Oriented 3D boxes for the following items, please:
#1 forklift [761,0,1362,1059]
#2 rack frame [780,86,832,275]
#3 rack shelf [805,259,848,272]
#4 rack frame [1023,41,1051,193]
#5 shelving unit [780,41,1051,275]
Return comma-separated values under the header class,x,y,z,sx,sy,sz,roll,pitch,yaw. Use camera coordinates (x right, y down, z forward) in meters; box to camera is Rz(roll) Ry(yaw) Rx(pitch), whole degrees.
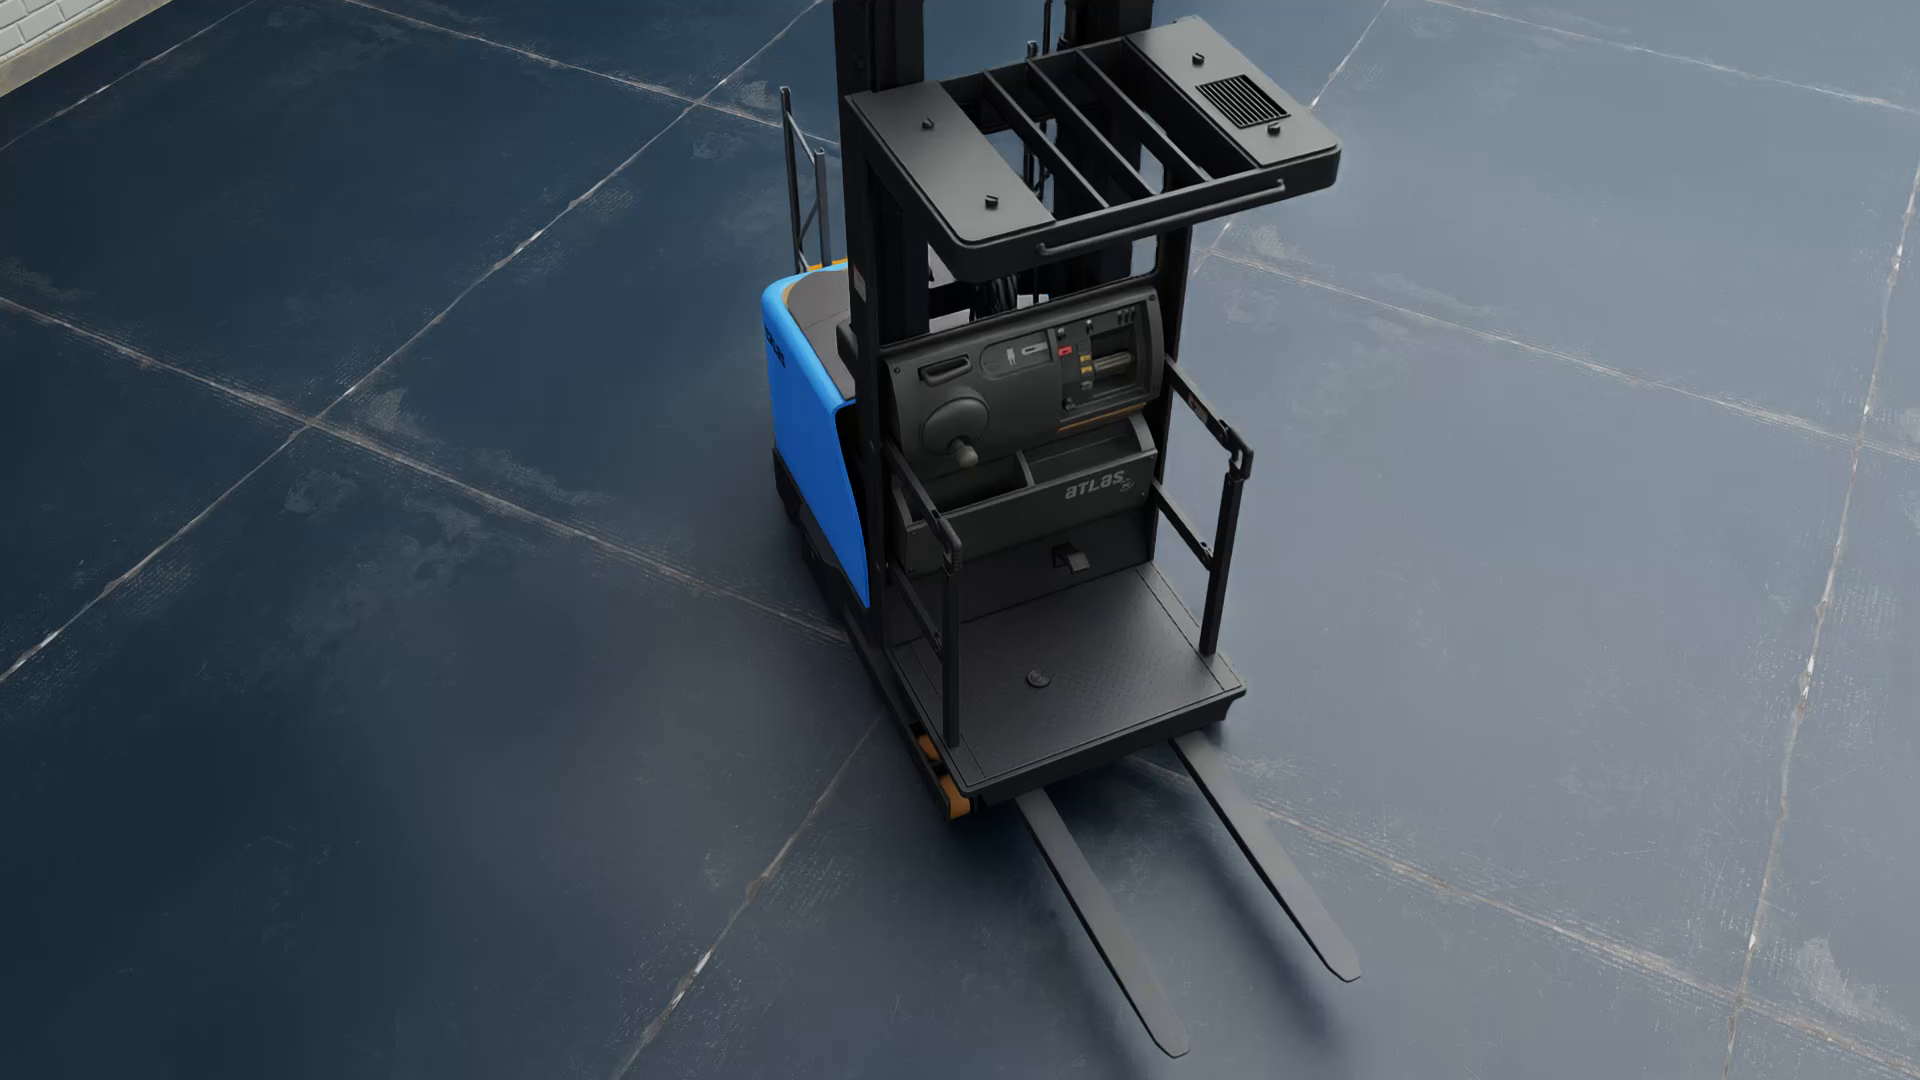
class,x,y,z,sx,sy,sz,roll,pitch,yaw
forklift,0.310,-0.417,5.102,1.130,2.935,3.031,-18,48,-17
rack frame,-0.589,-1.039,6.722,0.032,1.500,0.500,-14,47,-14
rack shelf,-0.111,-1.036,6.972,1.000,0.185,0.538,-14,47,-14
rack frame,-3.559,3.942,1.589,12.521,1.800,11.923,-14,47,-14
shelving unit,-3.563,3.926,1.605,12.529,1.800,11.967,-14,47,-14
